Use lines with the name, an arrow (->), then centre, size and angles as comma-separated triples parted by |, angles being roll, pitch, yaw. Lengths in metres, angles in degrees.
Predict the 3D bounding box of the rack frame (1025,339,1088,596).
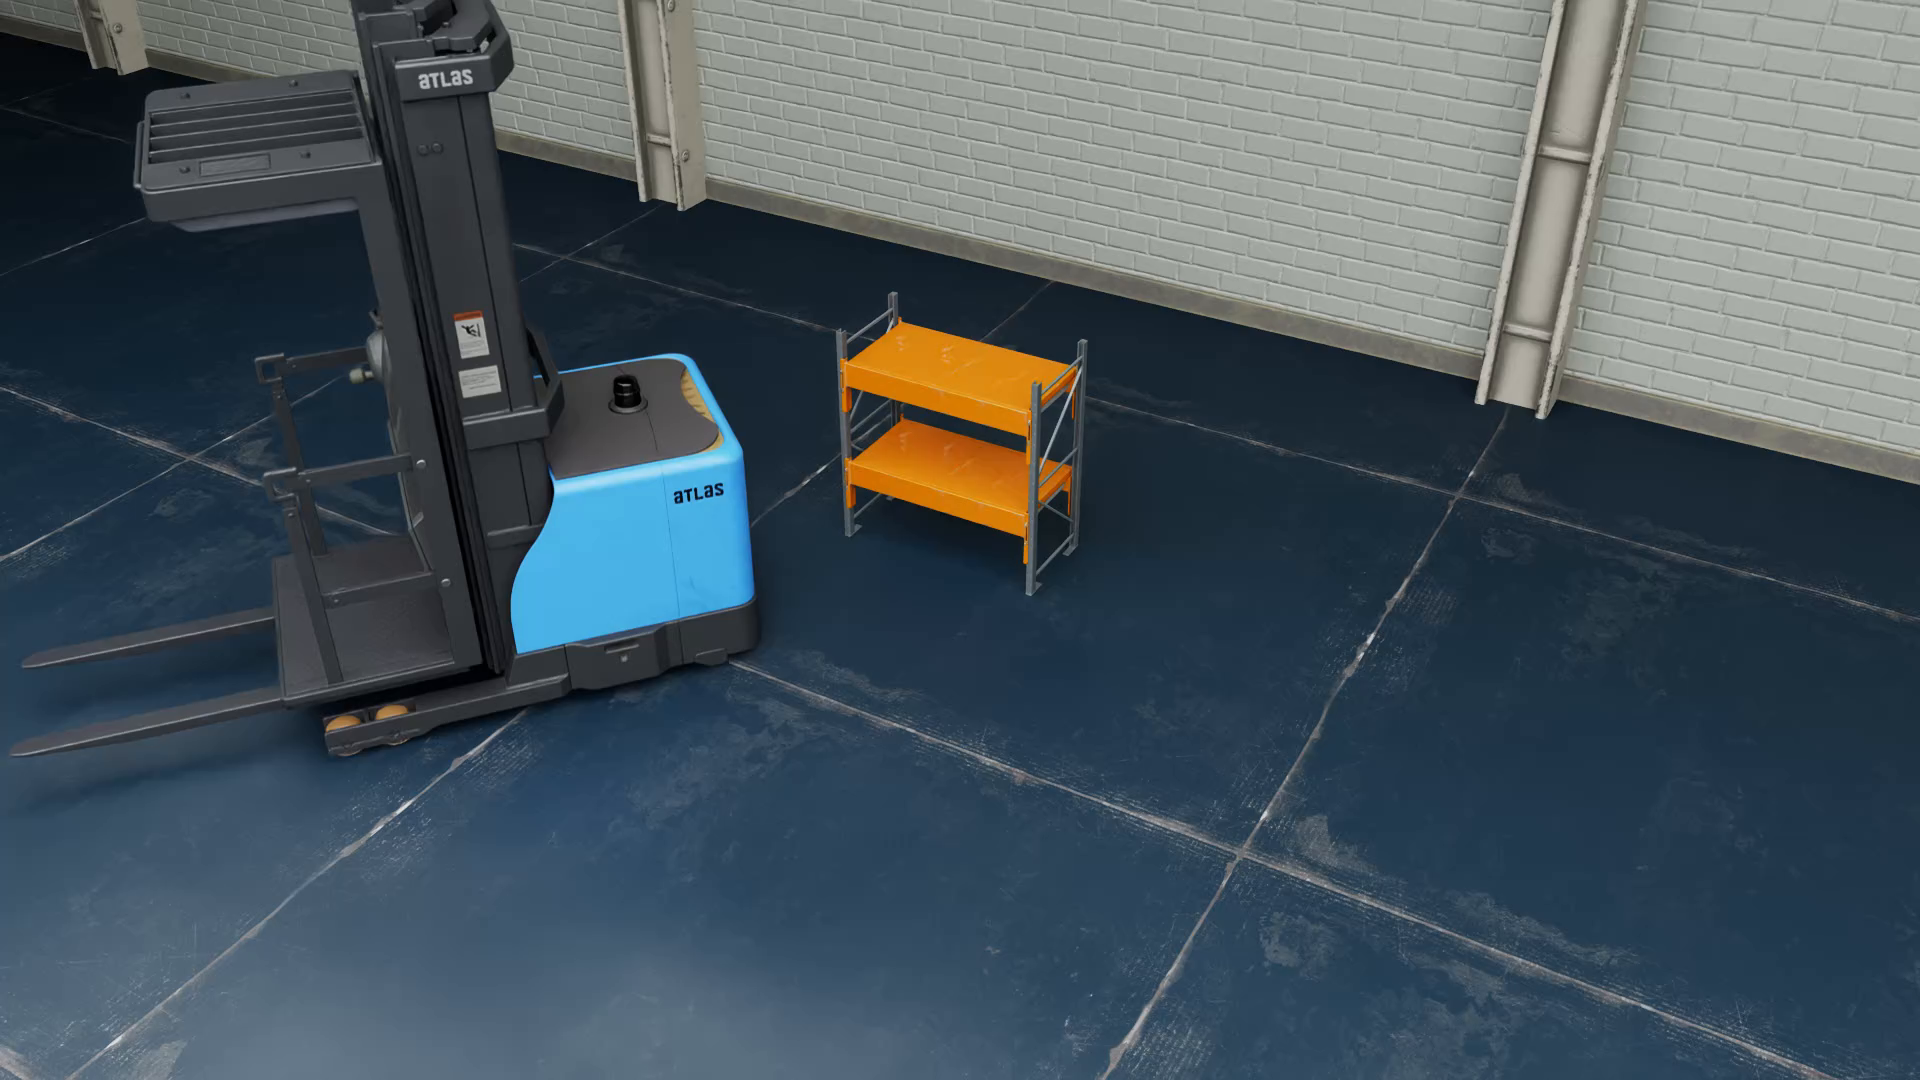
rack frame -> 0.447, -0.327, 7.725 | 0.032, 1.125, 0.500 | 18, 37, 24

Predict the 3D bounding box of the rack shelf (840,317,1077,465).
rack shelf -> 0.006, -0.710, 7.773 | 1.000, 0.278, 0.538 | 18, 37, 24

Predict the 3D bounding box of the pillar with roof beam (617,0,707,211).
pillar with roof beam -> -4.185, -4.122, 6.321 | 0.400, 9.000, 9.100 | 18, 37, 24

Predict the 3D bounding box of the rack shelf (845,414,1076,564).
rack shelf -> 0.006, -0.263, 8.071 | 1.000, 0.278, 0.538 | 18, 37, 24

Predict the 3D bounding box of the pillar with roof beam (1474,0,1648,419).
pillar with roof beam -> 1.025, -2.472, 3.843 | 0.400, 9.000, 9.100 | 18, 37, 24

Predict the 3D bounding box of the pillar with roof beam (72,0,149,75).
pillar with roof beam -> -9.394, -5.772, 8.799 | 0.400, 9.000, 9.100 | 18, 37, 24

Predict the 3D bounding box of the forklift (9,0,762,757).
forklift -> -2.462, -0.656, 6.591 | 3.031, 2.935, 1.130 | -12, 36, -18

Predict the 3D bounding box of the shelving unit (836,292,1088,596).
shelving unit -> 0.006, -0.466, 7.935 | 1.048, 1.125, 0.538 | 18, 37, 24

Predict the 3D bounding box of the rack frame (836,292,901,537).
rack frame -> -0.435, -0.606, 8.145 | 0.032, 1.125, 0.500 | 18, 37, 24
